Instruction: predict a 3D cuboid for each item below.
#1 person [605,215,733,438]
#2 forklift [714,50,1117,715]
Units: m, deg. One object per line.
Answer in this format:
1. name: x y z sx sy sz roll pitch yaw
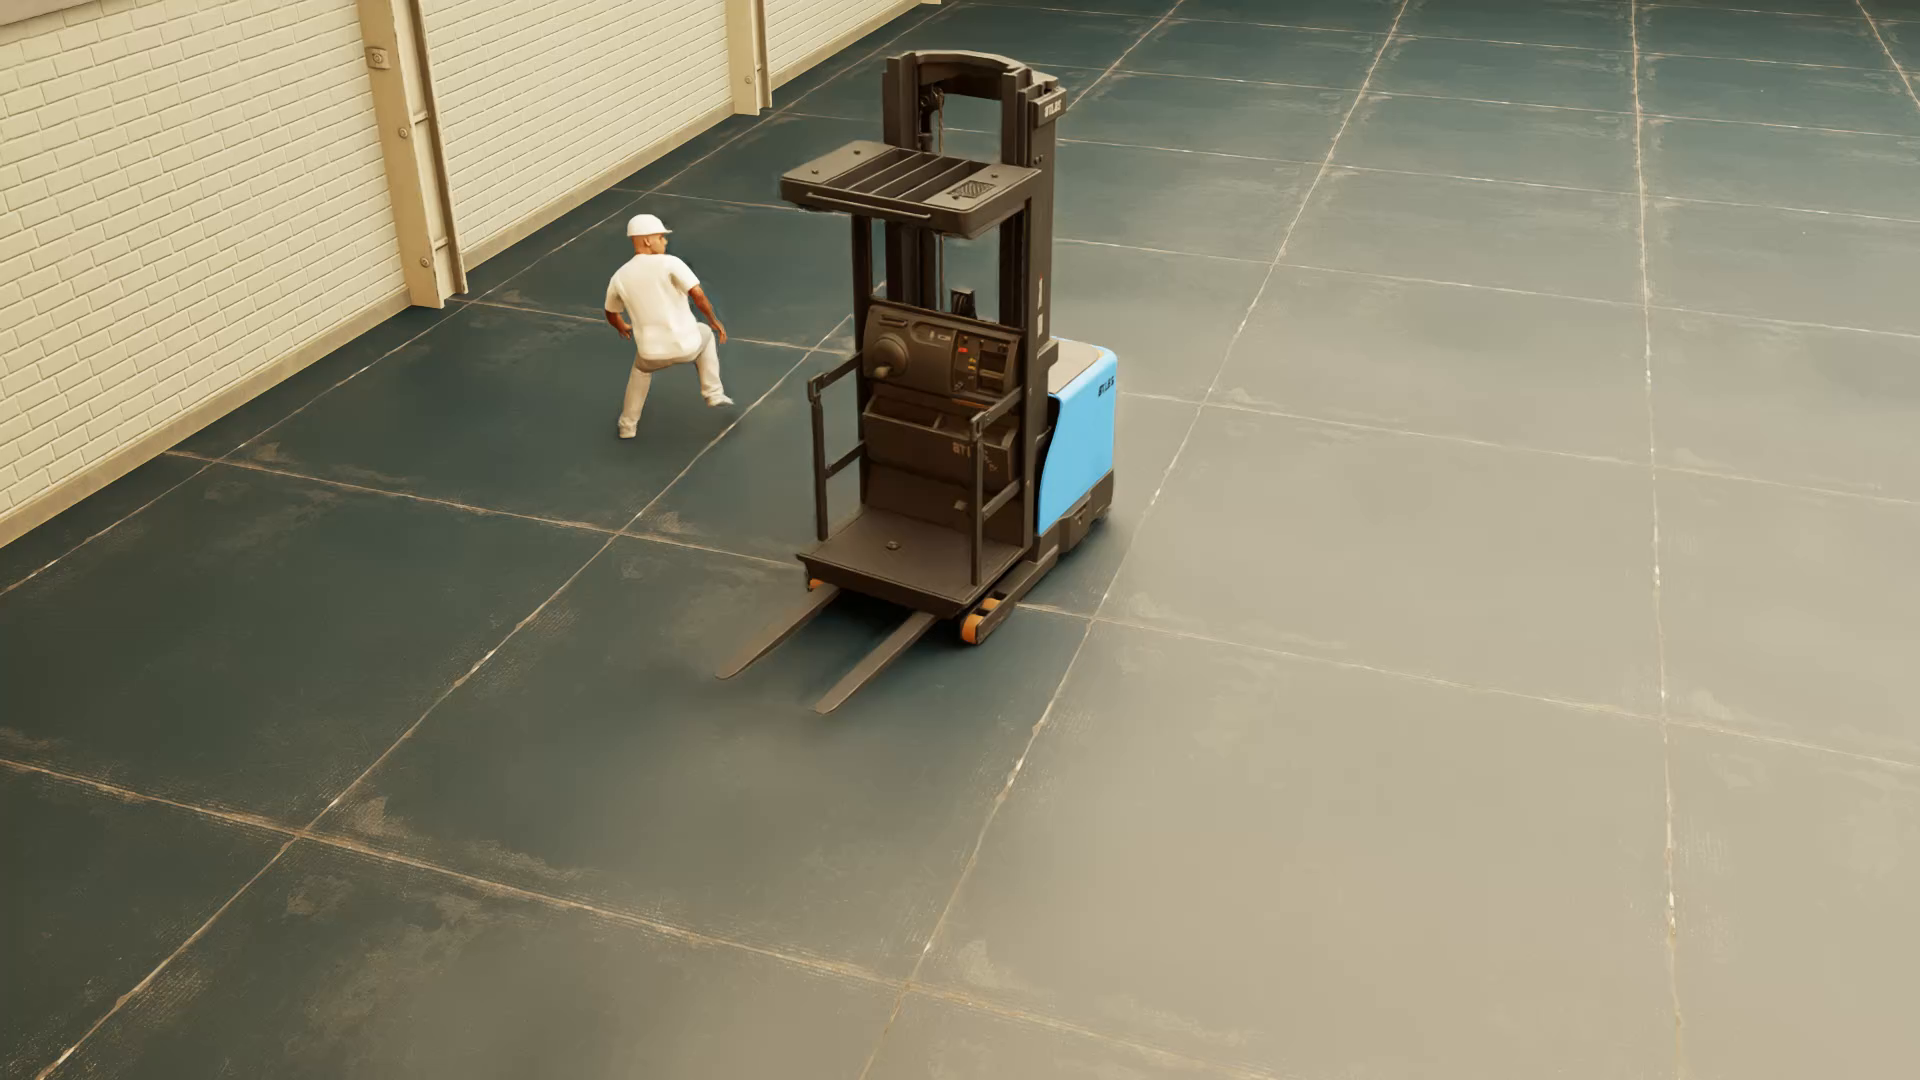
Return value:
1. person: -1.952 -1.413 11.106 0.835 1.523 0.683 1 30 2
2. forklift: -0.213 -0.959 8.819 1.130 2.935 3.031 16 33 25
